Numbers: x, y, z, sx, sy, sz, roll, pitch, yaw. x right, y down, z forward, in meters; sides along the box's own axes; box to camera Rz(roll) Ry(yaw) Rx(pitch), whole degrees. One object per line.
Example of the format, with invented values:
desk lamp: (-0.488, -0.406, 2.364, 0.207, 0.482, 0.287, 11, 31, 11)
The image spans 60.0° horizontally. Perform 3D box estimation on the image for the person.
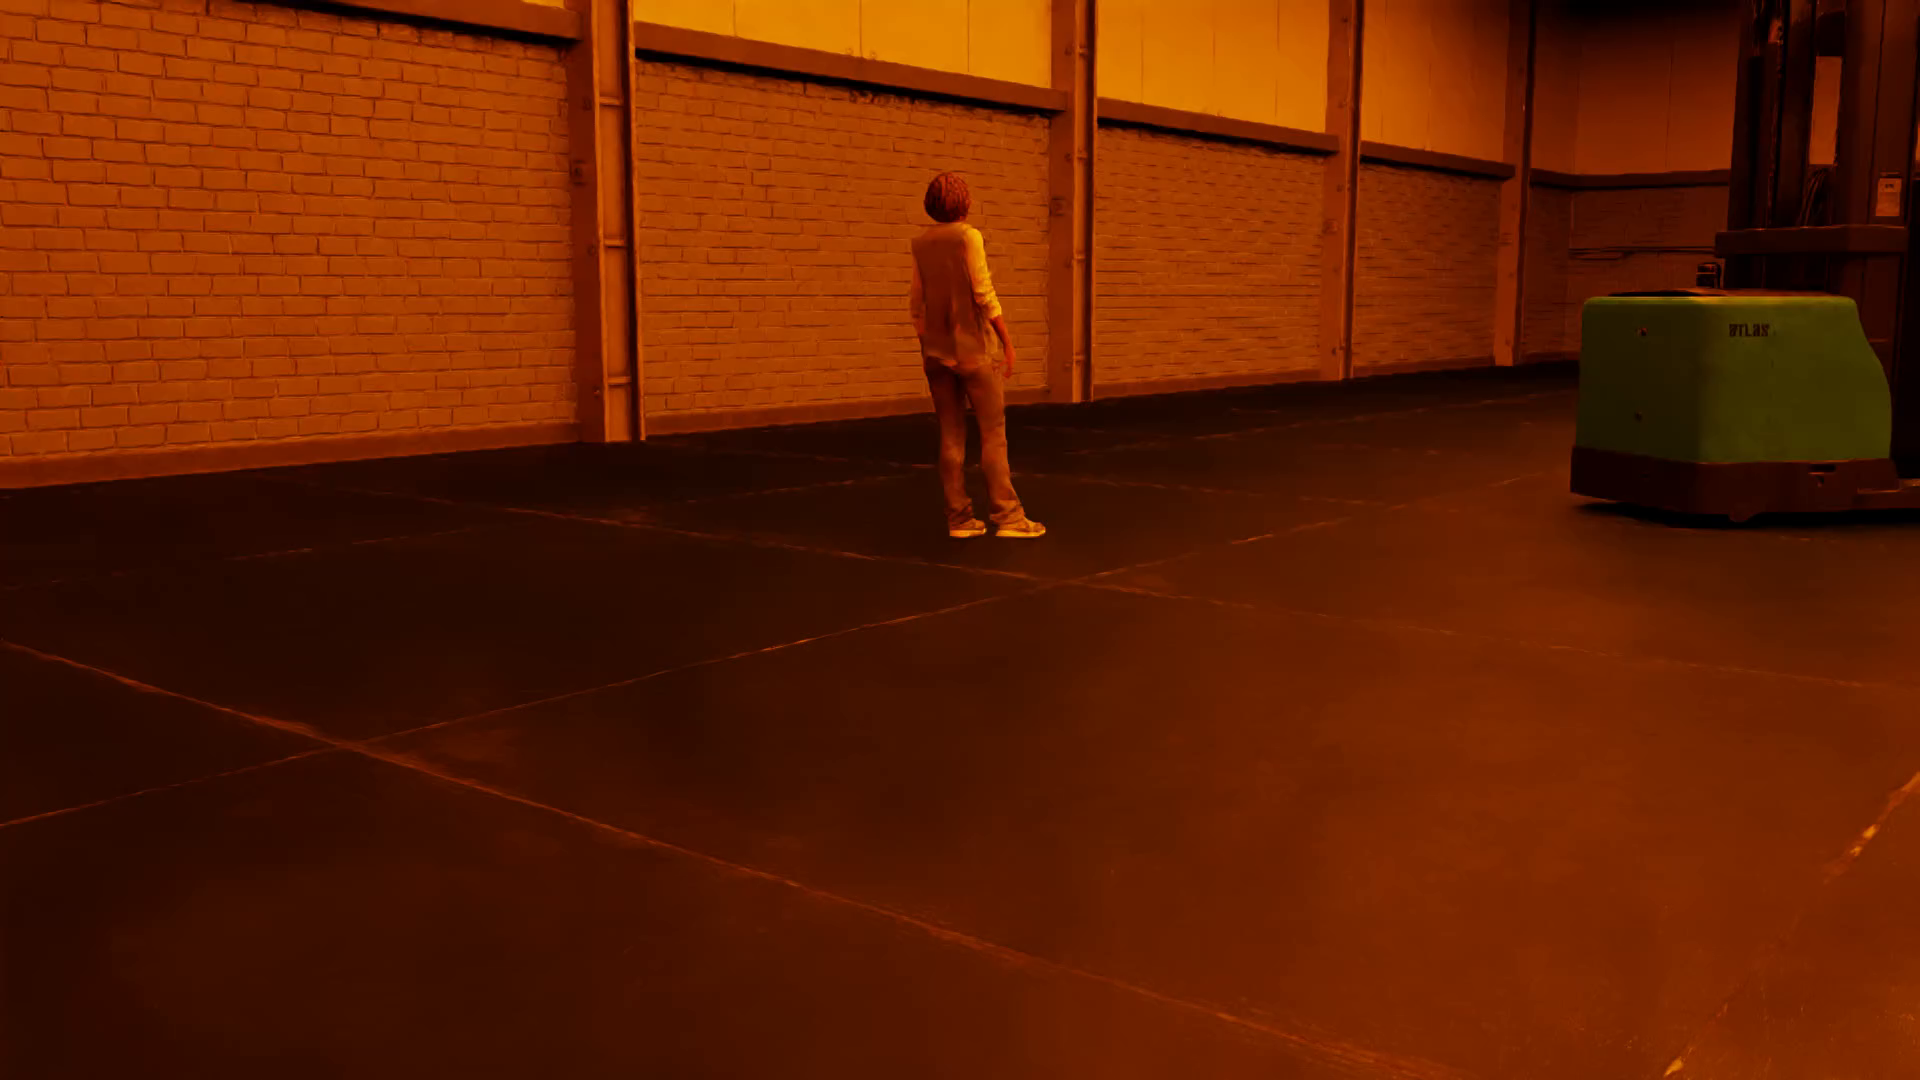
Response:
person: (0.057, -0.804, 7.337, 0.521, 1.597, 0.474, 7, 11, 38)

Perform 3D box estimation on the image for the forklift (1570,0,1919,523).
forklift: (4.738, -1.620, 8.350, 3.031, 2.935, 1.130, -2, 9, -14)
